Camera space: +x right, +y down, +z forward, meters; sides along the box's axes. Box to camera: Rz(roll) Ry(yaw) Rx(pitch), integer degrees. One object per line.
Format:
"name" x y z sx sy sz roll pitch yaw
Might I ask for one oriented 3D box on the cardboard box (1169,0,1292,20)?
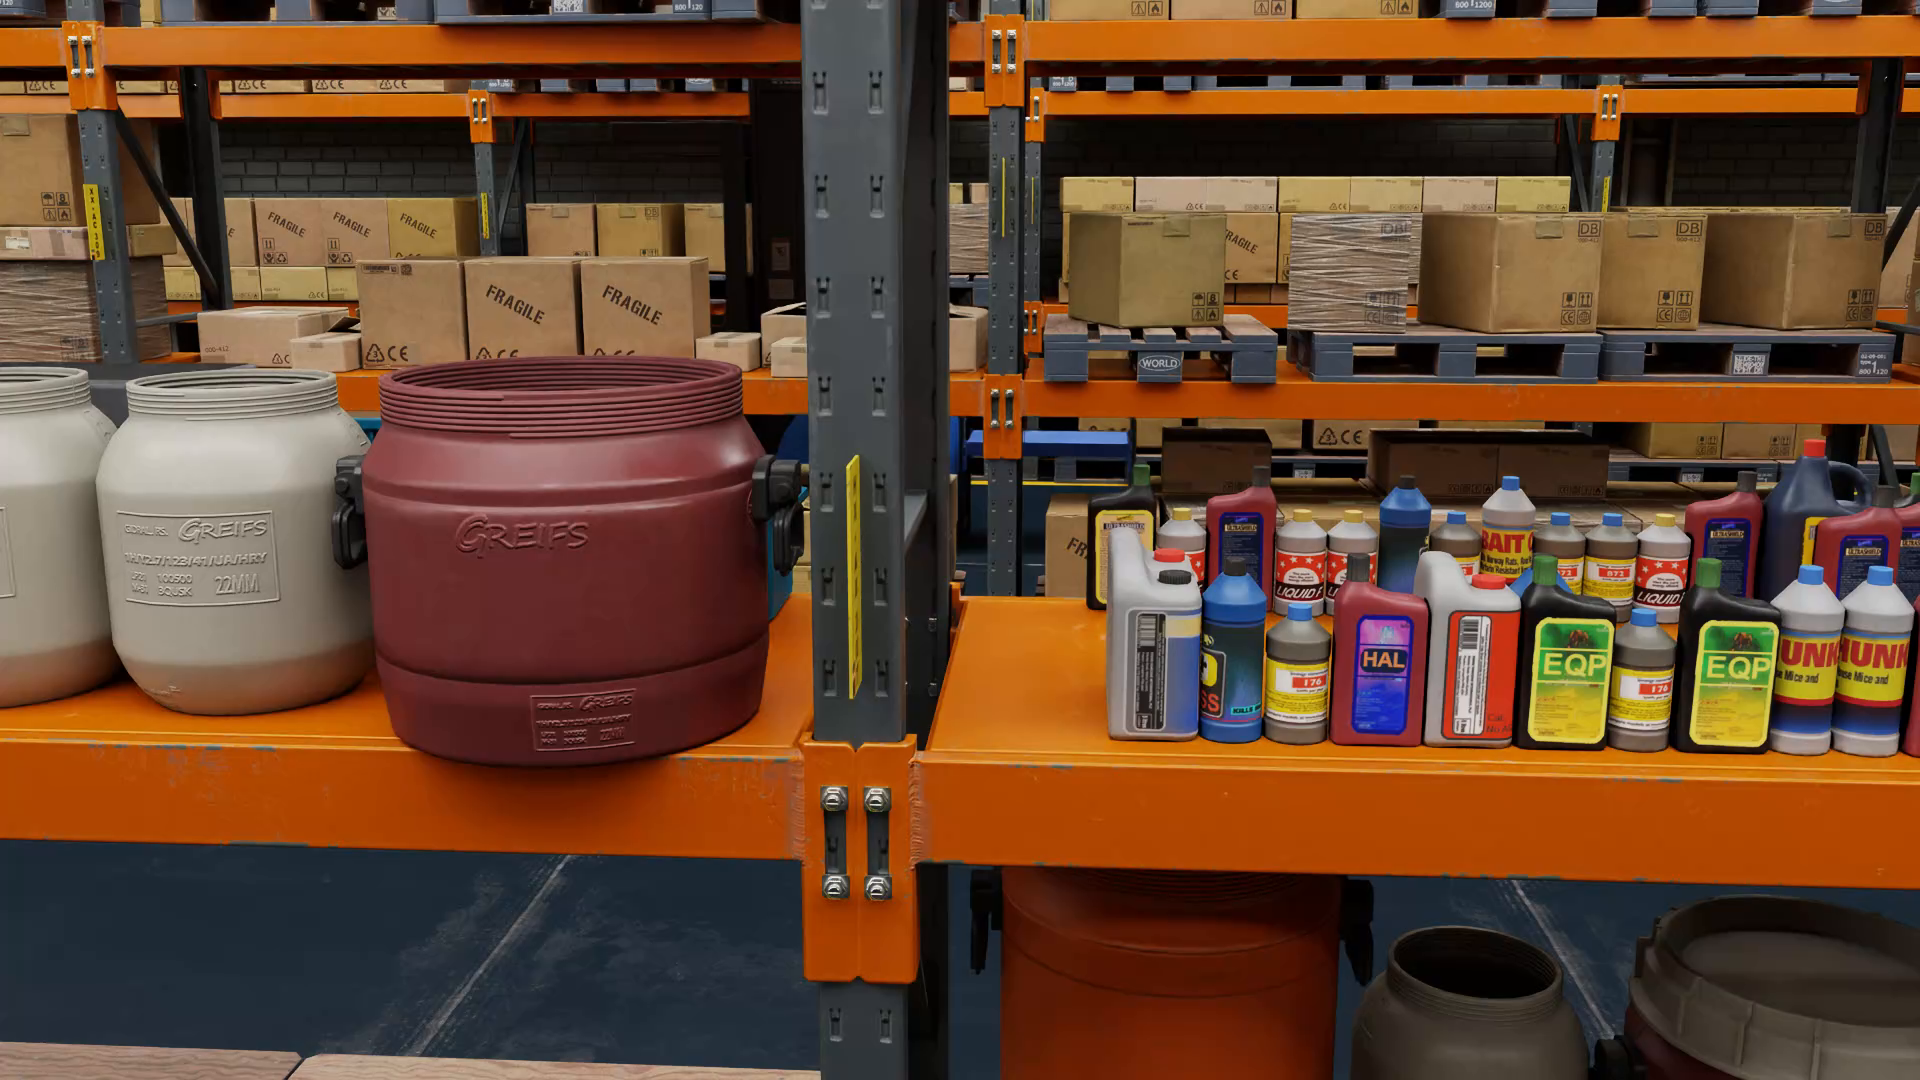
"cardboard box" 1.165 -2.505 7.345 0.500 0.500 0.910 1 12 4

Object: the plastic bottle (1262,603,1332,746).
"plastic bottle" 0.505 0.196 2.489 0.097 0.201 0.097 0 12 0

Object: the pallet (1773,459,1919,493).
"pallet" 6.511 -0.543 12.350 1.213 0.211 1.003 1 12 4

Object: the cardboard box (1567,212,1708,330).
"cardboard box" 3.062 -1.242 7.609 0.500 0.500 0.700 3 12 13

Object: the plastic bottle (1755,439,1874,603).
"plastic bottle" 1.612 -0.013 3.123 0.185 0.351 0.144 1 12 4

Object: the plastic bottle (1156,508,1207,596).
"plastic bottle" 0.430 0.039 3.239 0.097 0.201 0.097 0 12 0

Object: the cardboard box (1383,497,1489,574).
"cardboard box" 2.198 0.099 7.498 0.500 0.500 0.500 0 12 2

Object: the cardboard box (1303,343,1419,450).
"cardboard box" 2.993 -1.098 12.416 0.750 0.750 0.750 1 12 5

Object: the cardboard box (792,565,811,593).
"cardboard box" -0.837 0.183 7.756 0.500 0.250 0.500 1 12 3

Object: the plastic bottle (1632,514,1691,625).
"plastic bottle" 1.340 0.052 3.179 0.097 0.201 0.097 0 12 0

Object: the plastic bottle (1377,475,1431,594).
"plastic bottle" 0.854 0.011 3.204 0.097 0.271 0.097 0 12 0

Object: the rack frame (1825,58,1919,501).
"rack frame" 4.210 -0.939 7.429 0.127 3.000 1.000 1 12 4

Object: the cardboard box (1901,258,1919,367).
"cardboard box" 4.726 -1.033 7.637 0.500 0.500 0.500 1 12 5

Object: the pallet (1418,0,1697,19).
"pallet" 2.529 -2.352 7.318 1.003 0.211 1.213 1 12 4

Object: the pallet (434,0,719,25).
"pallet" -1.581 -2.375 7.431 1.213 0.211 1.003 1 12 6

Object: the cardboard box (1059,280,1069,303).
"cardboard box" 0.859 -1.840 12.305 0.250 0.149 0.380 1 12 3

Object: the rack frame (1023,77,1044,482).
"rack frame" 0.546 -2.005 12.529 0.127 3.000 1.000 1 12 4

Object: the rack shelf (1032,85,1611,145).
"rack shelf" 2.541 -3.094 12.165 4.000 0.370 1.077 1 12 4

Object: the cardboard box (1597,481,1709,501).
"cardboard box" 3.210 0.008 7.934 0.500 0.500 0.500 1 12 5

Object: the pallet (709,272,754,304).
"pallet" -1.432 -1.930 12.638 1.213 0.211 1.003 1 12 4

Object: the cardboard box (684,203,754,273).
"cardboard box" -1.724 -2.299 12.613 0.500 0.500 0.700 2 12 12

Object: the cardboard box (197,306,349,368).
"cardboard box" -3.278 -0.977 7.979 0.500 0.250 0.500 2 12 7

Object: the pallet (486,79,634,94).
"pallet" -2.836 -3.406 12.359 1.003 0.211 1.213 1 12 4

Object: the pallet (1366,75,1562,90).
"pallet" 3.619 -3.328 11.992 1.217 0.209 0.805 0 12 1

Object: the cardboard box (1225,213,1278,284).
"cardboard box" 2.030 -2.135 12.128 0.500 0.500 0.500 1 12 4

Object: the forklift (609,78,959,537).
"forklift" -1.503 -1.472 10.147 3.031 2.935 1.130 1 12 5

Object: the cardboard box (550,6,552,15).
"cardboard box" -2.905 -3.759 12.317 0.500 0.500 0.500 3 12 12

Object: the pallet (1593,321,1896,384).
"pallet" 3.420 -0.878 7.608 1.213 0.211 1.003 1 12 4

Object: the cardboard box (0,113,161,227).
"cardboard box" -4.216 -1.737 7.833 0.500 0.500 0.700 1 12 4

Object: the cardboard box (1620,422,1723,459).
"cardboard box" 5.276 -0.902 12.332 0.500 0.500 0.700 1 12 4

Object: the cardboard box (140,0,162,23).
"cardboard box" -6.059 -4.054 12.264 0.500 0.500 0.500 1 12 5

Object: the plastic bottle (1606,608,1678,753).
"plastic bottle" 1.003 0.203 2.457 0.097 0.201 0.097 0 12 0

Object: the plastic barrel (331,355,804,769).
"plastic barrel" -0.599 0.007 2.574 0.708 0.536 0.600 1 12 4

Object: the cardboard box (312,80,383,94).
"cardboard box" -4.469 -3.553 12.309 0.500 0.500 0.500 0 12 -1

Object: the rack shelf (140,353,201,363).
"rack shelf" -5.768 -0.723 8.157 4.000 0.370 1.077 1 12 4

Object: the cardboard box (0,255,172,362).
"cardboard box" -4.216 -1.102 7.965 0.500 0.500 0.700 0 12 2

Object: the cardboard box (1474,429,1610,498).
"cardboard box" 2.745 -0.368 7.899 0.500 0.250 0.500 1 12 4

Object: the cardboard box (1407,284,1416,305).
"cardboard box" 3.165 -1.804 12.132 0.250 0.149 0.380 1 12 4

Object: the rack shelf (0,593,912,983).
"rack shelf" -2.112 0.343 3.058 4.000 0.370 1.077 1 12 4

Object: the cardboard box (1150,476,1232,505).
"cardboard box" 1.167 -0.020 8.070 0.500 0.500 0.500 1 12 6

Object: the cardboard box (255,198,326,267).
"cardboard box" -4.938 -2.322 12.527 0.500 0.500 0.500 0 12 2

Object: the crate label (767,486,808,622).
"crate label" -0.511 0.018 3.265 0.416 0.233 0.303 1 12 4

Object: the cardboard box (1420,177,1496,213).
"cardboard box" 3.544 -2.485 11.972 0.500 0.250 0.500 1 12 5

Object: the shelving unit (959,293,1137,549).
"shelving unit" 0.538 -0.724 10.065 1.048 1.500 0.538 1 12 5

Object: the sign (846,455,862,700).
"sign" -0.146 0.051 2.299 0.005 0.325 0.100 1 12 4

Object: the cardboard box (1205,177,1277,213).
"cardboard box" 2.017 -2.505 12.065 0.500 0.250 0.500 1 12 4

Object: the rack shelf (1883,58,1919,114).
"rack shelf" 6.205 -2.027 7.065 4.000 0.370 1.077 1 12 4

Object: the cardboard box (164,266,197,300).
"cardboard box" -5.944 -1.967 12.665 0.500 0.250 0.500 1 12 3

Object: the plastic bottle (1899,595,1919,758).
"plastic bottle" 1.444 0.173 2.402 0.133 0.283 0.061 1 12 4

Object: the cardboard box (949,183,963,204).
"cardboard box" -0.122 -2.587 12.407 0.250 0.149 0.380 -1 12 -6

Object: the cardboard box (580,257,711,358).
"cardboard box" -1.457 -1.062 7.775 0.500 0.500 0.500 0 12 1

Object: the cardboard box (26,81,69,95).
"cardboard box" -6.586 -3.572 12.397 0.500 0.500 0.500 2 12 8

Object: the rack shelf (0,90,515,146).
"rack shelf" -5.441 -3.204 12.688 4.000 0.370 1.077 1 12 4
